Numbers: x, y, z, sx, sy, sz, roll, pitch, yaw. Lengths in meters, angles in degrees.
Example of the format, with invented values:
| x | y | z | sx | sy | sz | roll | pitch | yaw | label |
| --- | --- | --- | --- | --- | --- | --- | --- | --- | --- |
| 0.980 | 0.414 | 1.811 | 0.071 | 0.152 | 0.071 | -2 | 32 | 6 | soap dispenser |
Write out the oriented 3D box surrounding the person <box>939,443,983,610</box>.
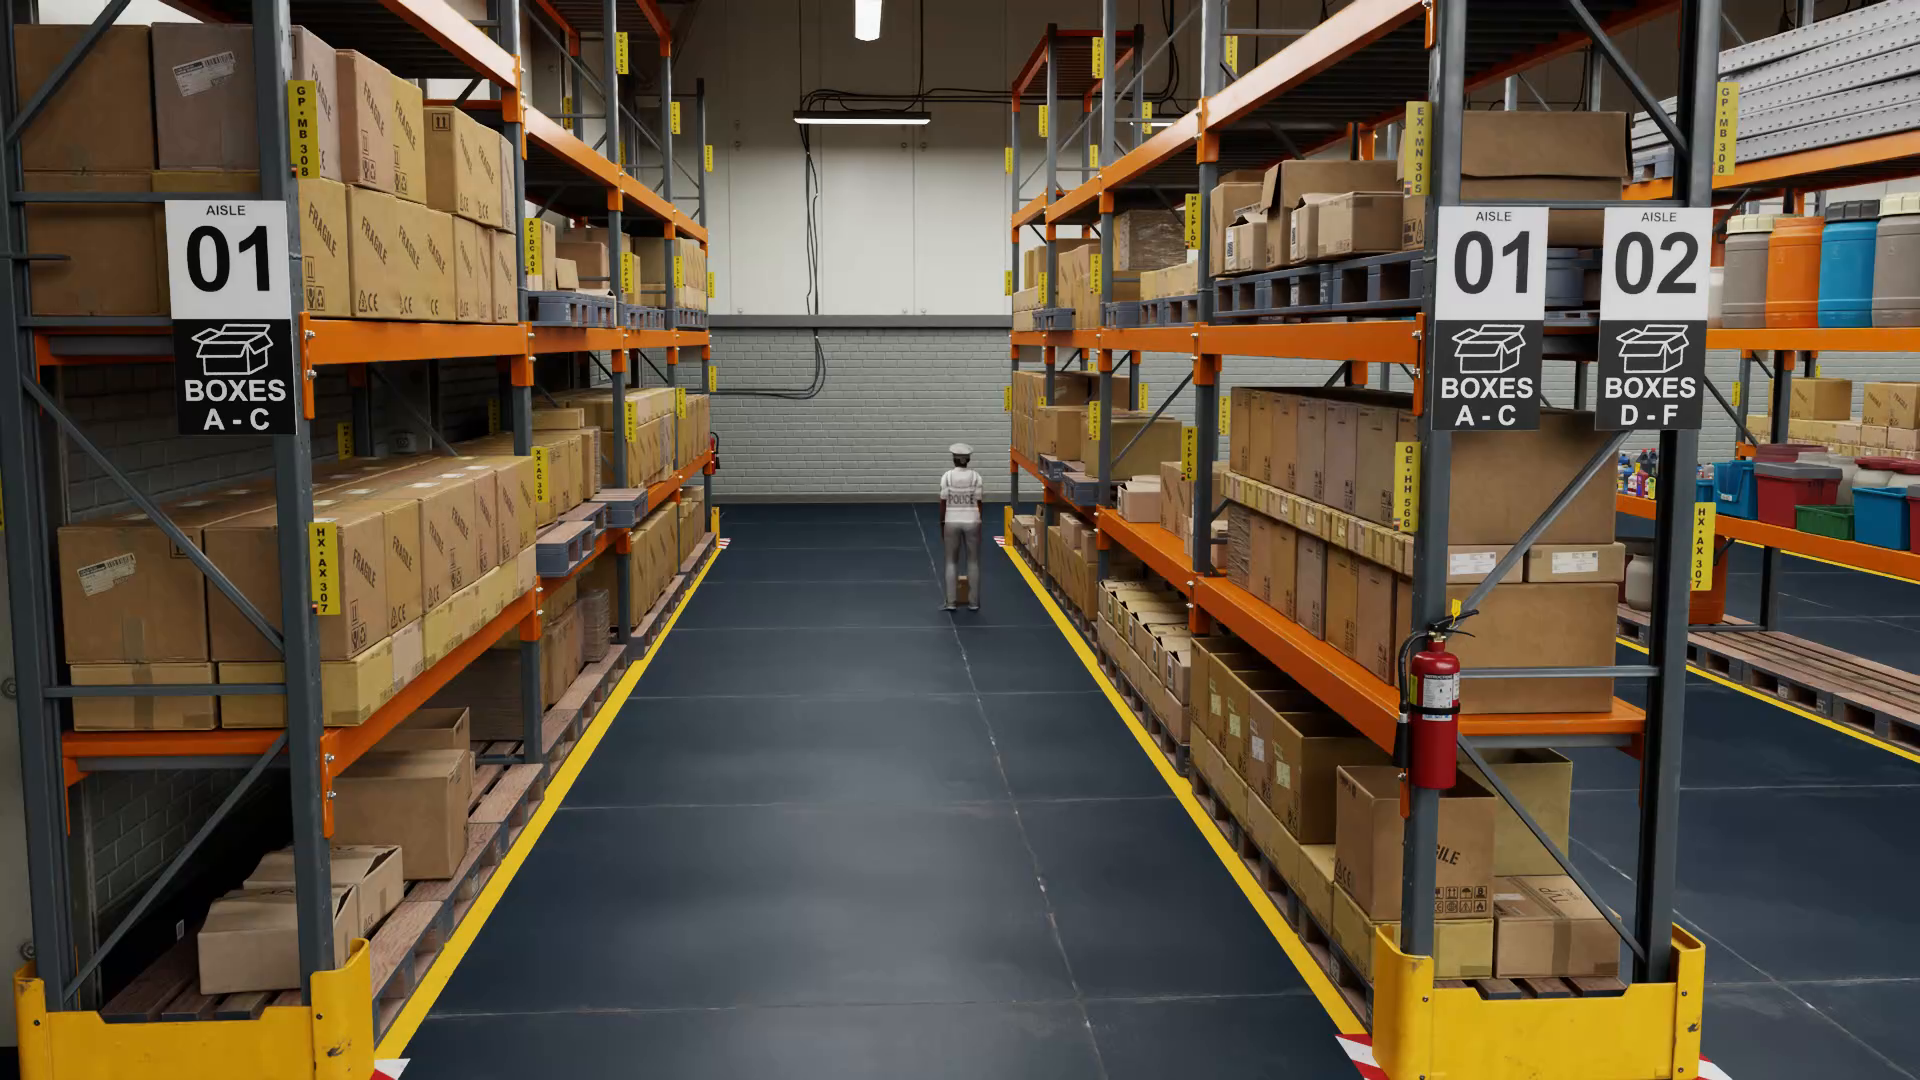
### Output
| x | y | z | sx | sy | sz | roll | pitch | yaw | label |
| --- | --- | --- | --- | --- | --- | --- | --- | --- | --- |
| 0.008 | -0.126 | 16.771 | 0.436 | 1.697 | 0.339 | 0 | 7 | -2 | person |
